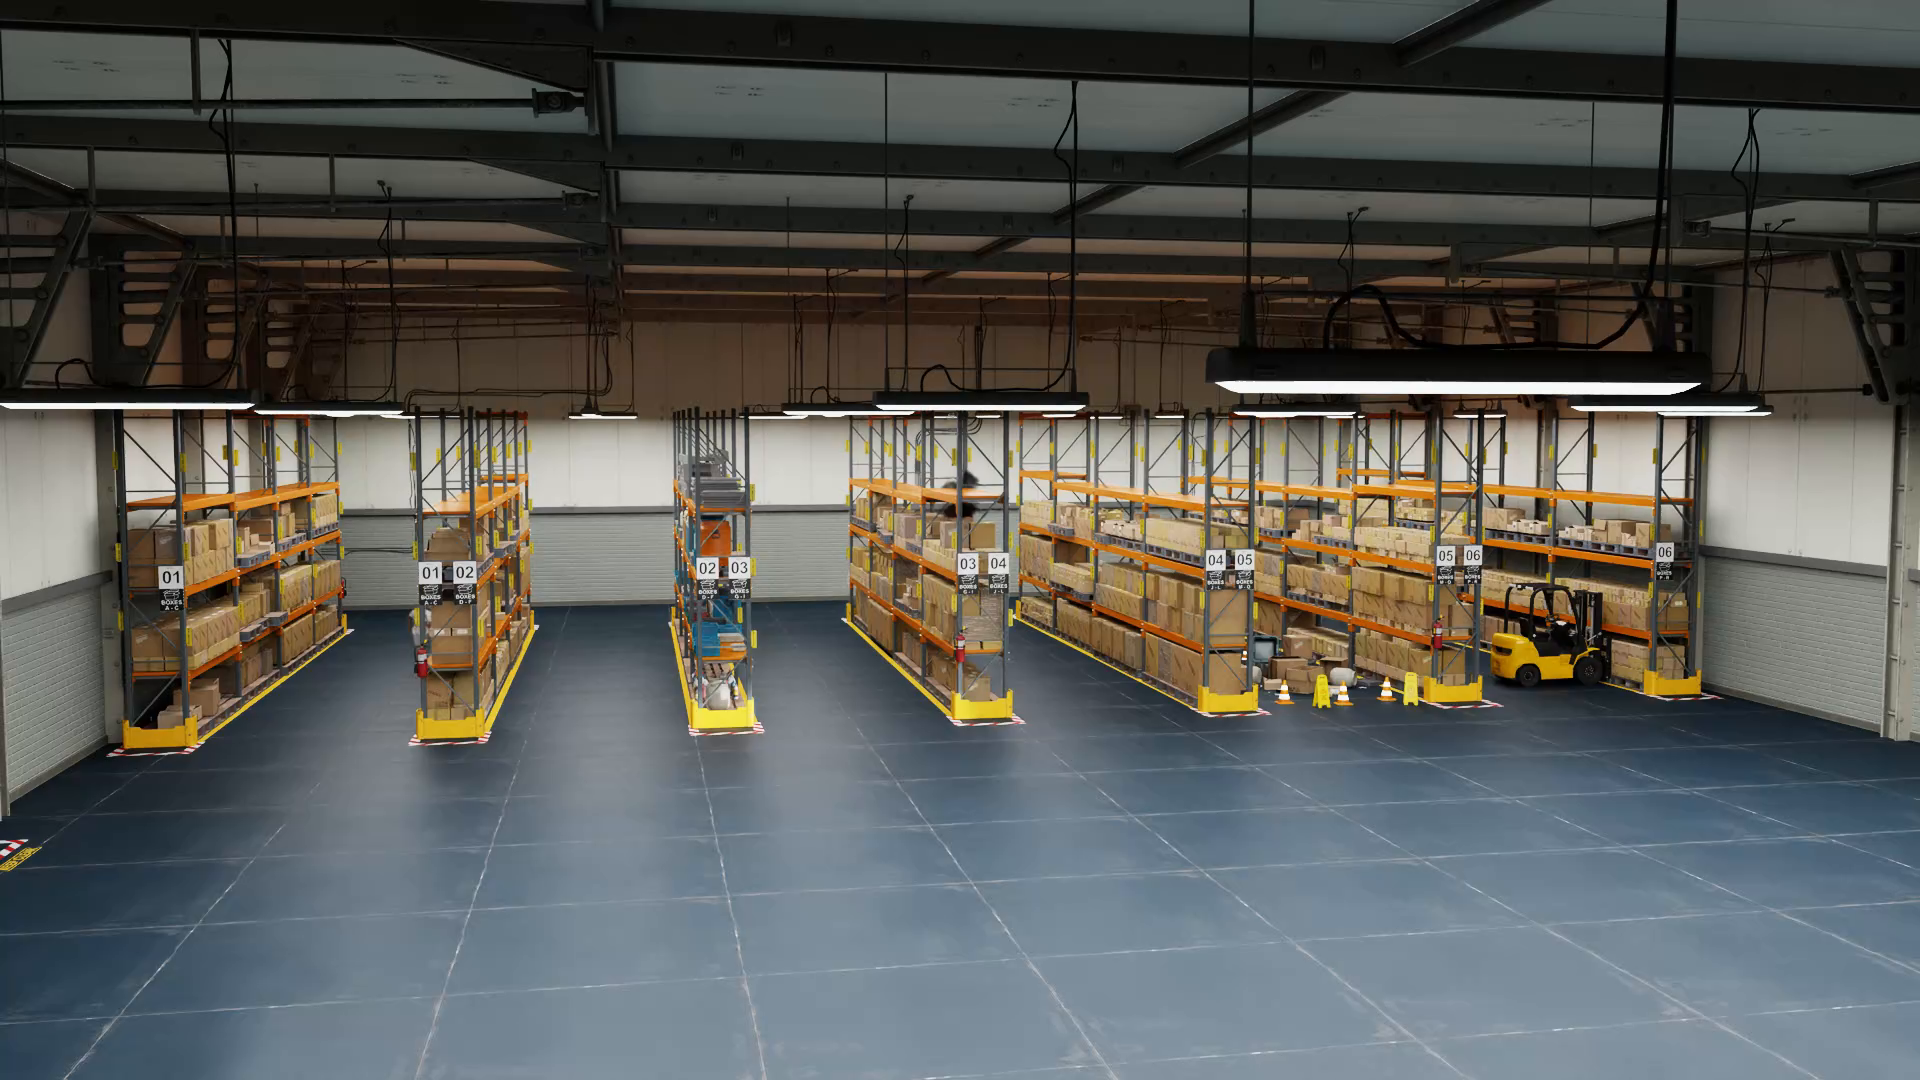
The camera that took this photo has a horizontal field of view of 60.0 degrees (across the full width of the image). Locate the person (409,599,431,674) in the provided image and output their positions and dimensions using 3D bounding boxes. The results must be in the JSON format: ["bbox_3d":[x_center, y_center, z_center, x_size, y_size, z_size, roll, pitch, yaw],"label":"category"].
[{"bbox_3d":[-12.343,2.185,38.127,0.599,1.730,0.848,-1,4,-9],"label":"person"}]

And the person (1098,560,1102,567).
[{"bbox_3d":[3.994,1.453,47.797,0.695,1.763,0.916,-1,4,-15],"label":"person"}]

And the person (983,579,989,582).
[{"bbox_3d":[0.567,1.414,48.216,0.681,1.763,0.643,0,4,-5],"label":"person"}]
